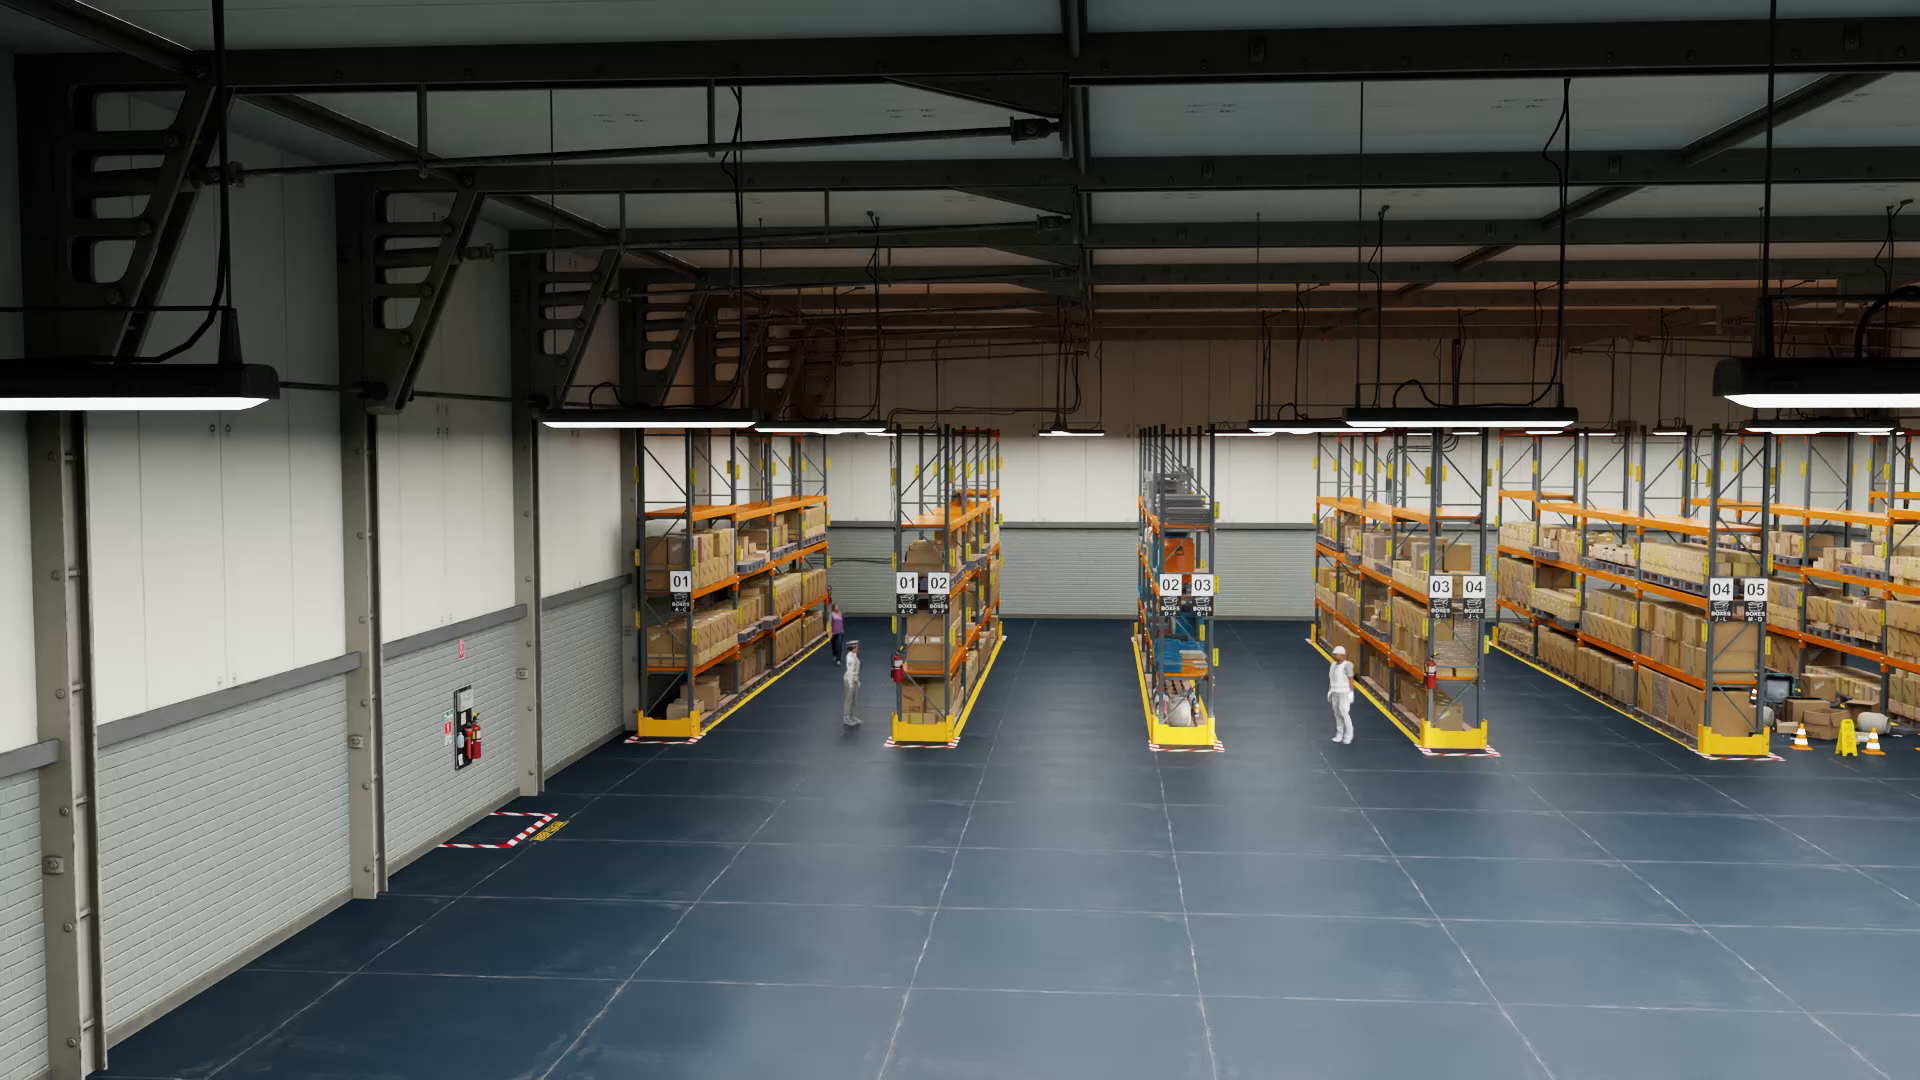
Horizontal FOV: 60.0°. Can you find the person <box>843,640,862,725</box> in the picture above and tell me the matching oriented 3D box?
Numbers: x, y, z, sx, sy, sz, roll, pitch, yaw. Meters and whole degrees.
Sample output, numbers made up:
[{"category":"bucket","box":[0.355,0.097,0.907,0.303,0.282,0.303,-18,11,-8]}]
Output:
[{"category":"person","box":[-2.154,2.855,33.337,0.372,1.682,0.504,0,3,6]}]

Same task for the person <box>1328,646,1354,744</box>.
[{"category":"person","box":[7.188,2.925,31.451,0.394,1.828,0.617,-2,4,-25]}]

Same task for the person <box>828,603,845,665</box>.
[{"category":"person","box":[-3.139,2.373,42.263,0.407,1.540,0.823,0,3,-1]}]
